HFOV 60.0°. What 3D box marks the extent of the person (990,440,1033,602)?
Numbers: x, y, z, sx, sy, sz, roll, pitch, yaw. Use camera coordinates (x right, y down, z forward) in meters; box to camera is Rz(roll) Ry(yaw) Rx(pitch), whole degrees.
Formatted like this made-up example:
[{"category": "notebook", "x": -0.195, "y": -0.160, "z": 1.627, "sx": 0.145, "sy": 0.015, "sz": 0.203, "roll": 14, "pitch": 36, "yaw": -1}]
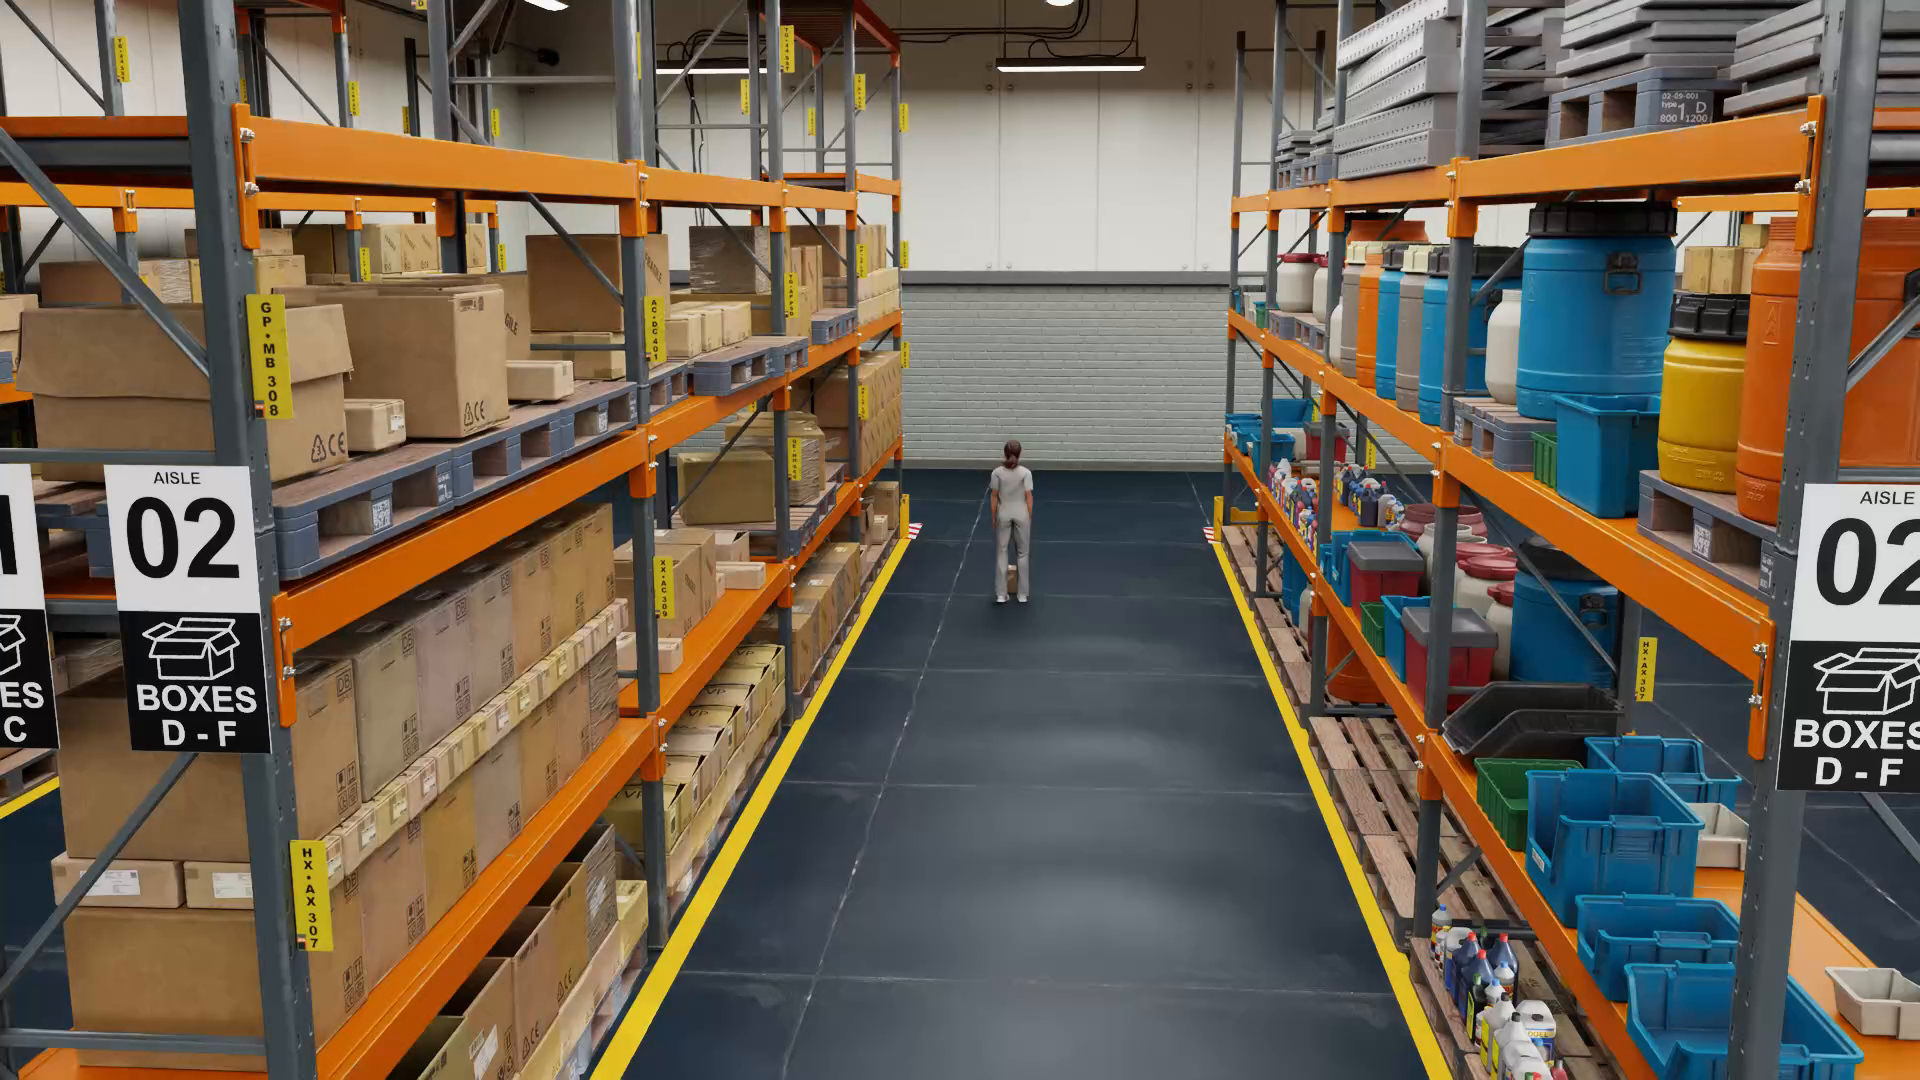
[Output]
[{"category": "person", "x": 0.526, "y": -0.192, "z": 16.970, "sx": 0.438, "sy": 1.683, "sz": 0.375, "roll": 1, "pitch": 11, "yaw": 5}]
